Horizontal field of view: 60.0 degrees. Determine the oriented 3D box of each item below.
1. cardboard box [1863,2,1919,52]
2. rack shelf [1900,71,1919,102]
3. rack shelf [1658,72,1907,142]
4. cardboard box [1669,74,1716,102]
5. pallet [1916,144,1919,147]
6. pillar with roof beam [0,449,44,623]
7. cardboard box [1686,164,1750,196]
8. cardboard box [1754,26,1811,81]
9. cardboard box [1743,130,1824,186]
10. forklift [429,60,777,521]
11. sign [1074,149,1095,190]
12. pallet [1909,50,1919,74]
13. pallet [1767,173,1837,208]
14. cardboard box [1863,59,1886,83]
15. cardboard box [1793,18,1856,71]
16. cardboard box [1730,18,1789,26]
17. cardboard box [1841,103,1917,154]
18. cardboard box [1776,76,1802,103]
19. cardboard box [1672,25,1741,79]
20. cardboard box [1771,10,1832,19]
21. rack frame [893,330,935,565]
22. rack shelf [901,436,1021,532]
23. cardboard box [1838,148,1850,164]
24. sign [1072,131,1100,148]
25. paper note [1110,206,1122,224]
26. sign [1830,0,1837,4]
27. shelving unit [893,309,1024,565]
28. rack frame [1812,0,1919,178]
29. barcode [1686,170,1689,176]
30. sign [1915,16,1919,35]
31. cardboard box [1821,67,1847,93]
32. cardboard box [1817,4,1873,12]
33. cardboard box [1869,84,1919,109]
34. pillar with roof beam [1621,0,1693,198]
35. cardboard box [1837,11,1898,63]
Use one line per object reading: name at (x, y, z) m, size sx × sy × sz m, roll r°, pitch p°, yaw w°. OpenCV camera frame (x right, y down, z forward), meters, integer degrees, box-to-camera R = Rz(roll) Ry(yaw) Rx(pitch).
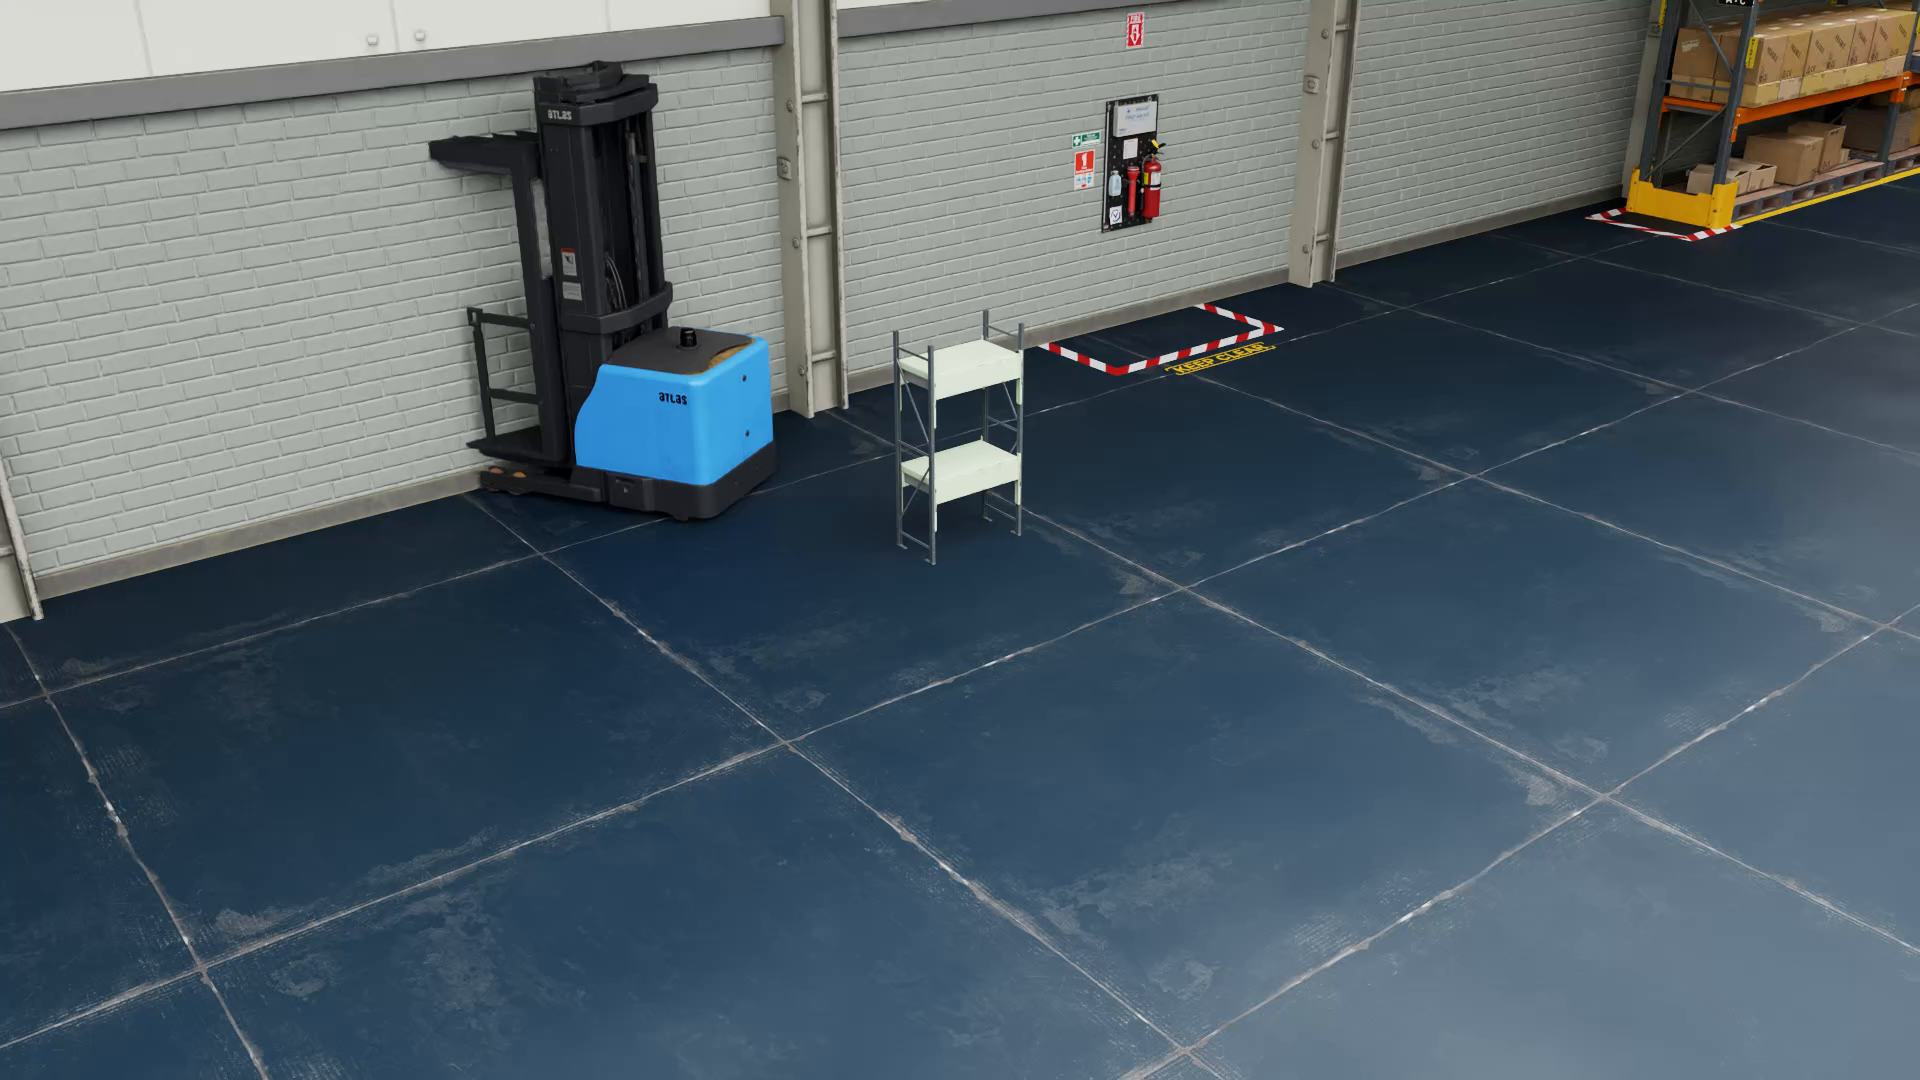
cardboard box at (11.840, -6.493, 21.037) m, size 0.500 × 0.500 × 0.700 m, roll -18°, pitch 30°, yaw -34°
rack shelf at (12.992, -6.321, 22.161) m, size 4.000 × 0.370 × 1.077 m, roll -18°, pitch 31°, yaw -34°
rack shelf at (9.845, -5.282, 19.922) m, size 4.000 × 0.370 × 1.077 m, roll -18°, pitch 31°, yaw -34°
cardboard box at (8.519, -5.215, 19.078) m, size 0.500 × 0.250 × 0.500 m, roll -18°, pitch 30°, yaw -33°
pallet at (12.991, -5.384, 22.600) m, size 1.213 × 0.211 × 1.003 m, roll -18°, pitch 31°, yaw -34°
pillar with roof beam at (-3.220, -2.176, 5.250) m, size 0.400 × 9.000 × 9.100 m, roll -18°, pitch 31°, yaw -34°
cardboard box at (8.871, -4.218, 19.448) m, size 0.500 × 0.311 × 0.500 m, roll -23°, pitch 33°, yaw -40°
cardboard box at (9.227, -5.519, 18.843) m, size 0.500 × 0.500 × 0.500 m, roll -18°, pitch 30°, yaw -34°
cardboard box at (9.927, -4.626, 20.102) m, size 0.500 × 0.500 × 0.700 m, roll -21°, pitch 32°, yaw -37°
forklift at (-2.911, -1.842, 11.738) m, size 3.031 × 2.935 × 1.130 m, roll 10°, pitch 27°, yaw 20°
sign at (1.099, -3.276, 14.703) m, size 0.234 × 0.329 × 0.001 m, roll -18°, pitch 31°, yaw -34°
pallet at (12.110, -6.191, 21.254) m, size 1.213 × 0.211 × 1.003 m, roll -18°, pitch 31°, yaw -34°
pallet at (9.951, -4.358, 20.389) m, size 1.213 × 0.211 × 1.003 m, roll -18°, pitch 31°, yaw -34°
cardboard box at (10.835, -5.718, 20.163) m, size 0.500 × 0.250 × 0.500 m, roll -18°, pitch 30°, yaw -34°
cardboard box at (10.036, -5.789, 19.425) m, size 0.500 × 0.500 × 0.500 m, roll -17°, pitch 30°, yaw -32°
cardboard box at (9.317, -5.826, 19.503) m, size 0.500 × 0.500 × 0.500 m, roll -19°, pitch 31°, yaw -35°
cardboard box at (11.987, -5.390, 21.747) m, size 0.500 × 0.500 × 0.700 m, roll -17°, pitch 30°, yaw -32°
cardboard box at (9.250, -5.191, 19.026) m, size 0.500 × 0.250 × 0.500 m, roll -19°, pitch 31°, yaw -36°
cardboard box at (8.510, -5.563, 18.936) m, size 0.500 × 0.500 × 0.500 m, roll -19°, pitch 31°, yaw -35°
cardboard box at (10.115, -6.095, 20.084) m, size 0.500 × 0.500 × 0.500 m, roll -17°, pitch 30°, yaw -33°
rack frame at (-0.293, -0.583, 10.726) m, size 0.023 × 1.500 × 0.400 m, roll -18°, pitch 31°, yaw -34°
rack shelf at (-0.005, -0.383, 11.068) m, size 0.720 × 0.370 × 0.431 m, roll -18°, pitch 31°, yaw -34°
cardboard box at (11.016, -4.893, 21.073) m, size 0.380 × 0.166 × 0.250 m, roll 22°, pitch 33°, yaw 39°
sign at (1.108, -3.514, 14.587) m, size 0.331 × 0.109 × 0.001 m, roll -18°, pitch 31°, yaw -34°
paper note at (1.416, -2.946, 15.082) m, size 0.142 × 0.148 × 0.016 m, roll -18°, pitch 31°, yaw -34°
sign at (11.073, -6.836, 21.040) m, size 0.005 × 0.325 × 0.100 m, roll -18°, pitch 31°, yaw -34°
shelving unit at (-0.005, -0.679, 10.931) m, size 0.755 × 1.500 × 0.431 m, roll -18°, pitch 31°, yaw -34°
rack frame at (11.418, -6.128, 20.890) m, size 0.127 × 3.000 × 1.000 m, roll -18°, pitch 31°, yaw -34°
barcode at (8.638, -4.360, 19.741) m, size 0.075 × 0.075 × 0.001 m, roll -18°, pitch 31°, yaw -34°
sign at (11.759, -6.343, 20.325) m, size 0.005 × 0.325 × 0.100 m, roll -18°, pitch 31°, yaw -34°
cardboard box at (10.054, -5.452, 19.588) m, size 0.500 × 0.250 × 0.500 m, roll -18°, pitch 30°, yaw -34°
cardboard box at (10.920, -6.356, 20.645) m, size 0.500 × 0.500 × 0.500 m, roll -19°, pitch 31°, yaw -35°
cardboard box at (12.332, -5.846, 21.838) m, size 0.500 × 0.250 × 0.500 m, roll -19°, pitch 31°, yaw -35°
pillar with roof beam at (10.944, -6.852, 15.325) m, size 0.400 × 9.000 × 9.100 m, roll -18°, pitch 31°, yaw -34°
cardboard box at (10.848, -6.052, 19.991) m, size 0.500 × 0.500 × 0.500 m, roll -18°, pitch 31°, yaw -34°
